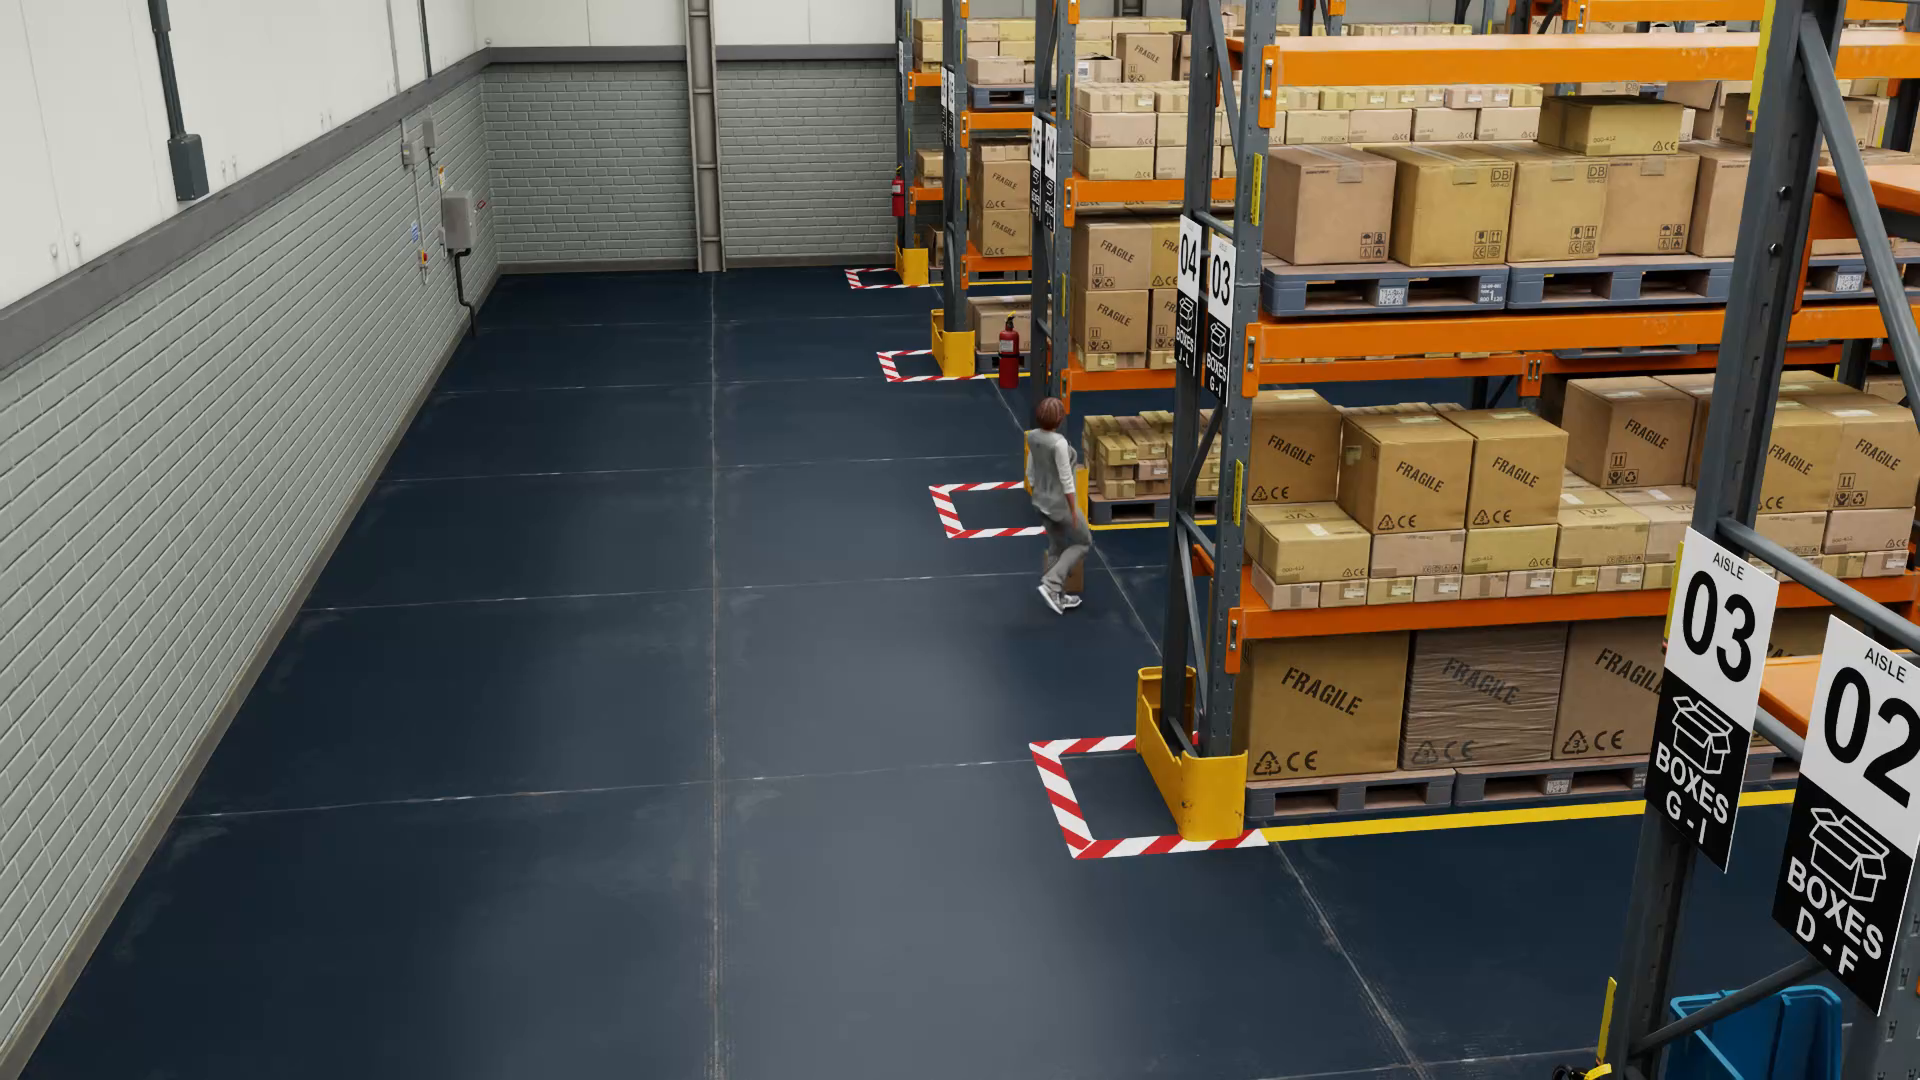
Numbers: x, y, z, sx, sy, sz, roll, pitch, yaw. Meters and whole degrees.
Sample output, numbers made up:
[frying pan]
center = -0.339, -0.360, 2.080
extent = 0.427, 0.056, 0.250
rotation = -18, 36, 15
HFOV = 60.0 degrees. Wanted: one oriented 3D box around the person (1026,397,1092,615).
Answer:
[person]
center = 0.682, -0.245, 11.710
extent = 0.453, 1.597, 0.462
rotation = -15, 25, -34
